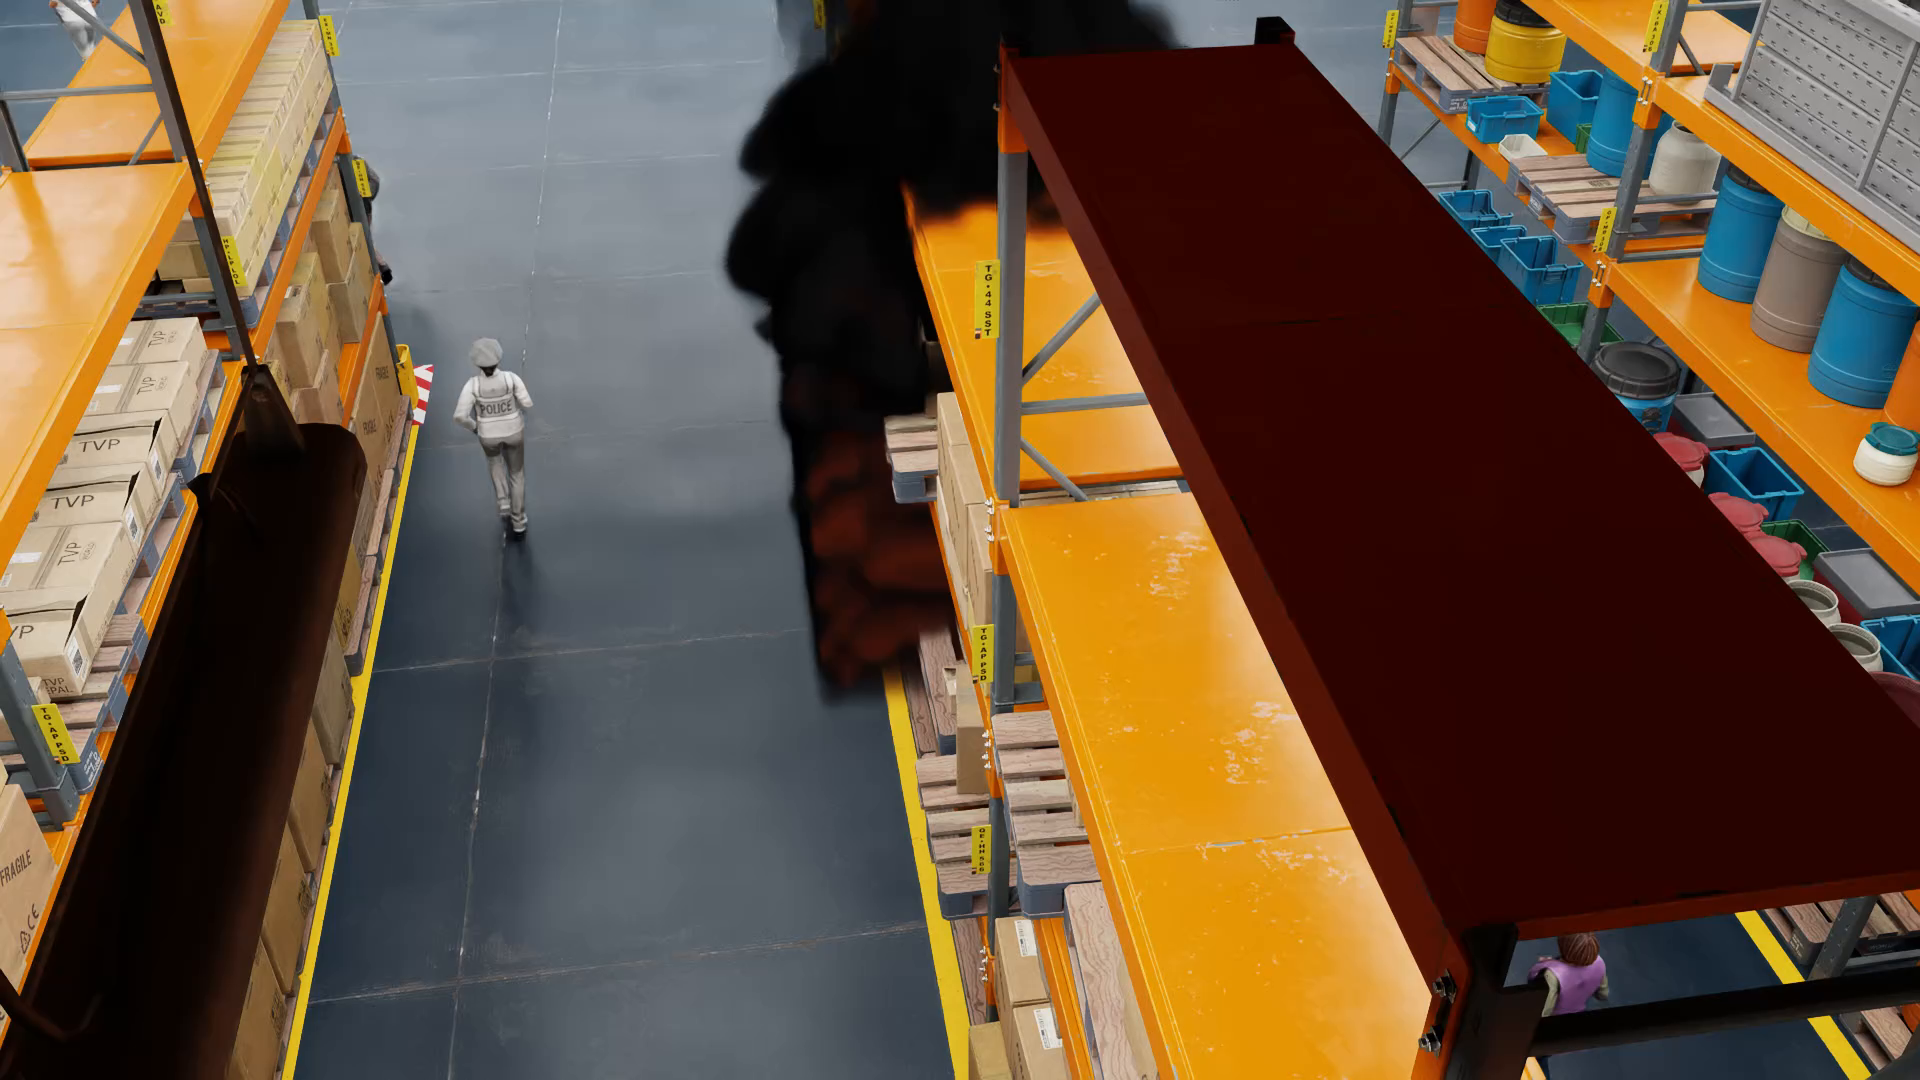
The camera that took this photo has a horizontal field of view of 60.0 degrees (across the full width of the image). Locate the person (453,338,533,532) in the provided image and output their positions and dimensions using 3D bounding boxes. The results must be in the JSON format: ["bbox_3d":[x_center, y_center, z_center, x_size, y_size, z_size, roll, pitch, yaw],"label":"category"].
[{"bbox_3d":[-3.662,-0.862,13.213,0.594,1.712,0.630,-7,37,-10],"label":"person"}]

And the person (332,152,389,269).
[{"bbox_3d":[-6.040,-3.236,16.390,0.534,1.627,0.676,27,44,32],"label":"person"}]

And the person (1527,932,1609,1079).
[{"bbox_3d":[3.054,2.522,8.708,0.549,1.558,0.526,-11,38,-15],"label":"person"}]

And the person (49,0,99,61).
[{"bbox_3d":[-11.027,-6.465,20.853,0.771,1.709,0.595,21,41,26],"label":"person"}]
